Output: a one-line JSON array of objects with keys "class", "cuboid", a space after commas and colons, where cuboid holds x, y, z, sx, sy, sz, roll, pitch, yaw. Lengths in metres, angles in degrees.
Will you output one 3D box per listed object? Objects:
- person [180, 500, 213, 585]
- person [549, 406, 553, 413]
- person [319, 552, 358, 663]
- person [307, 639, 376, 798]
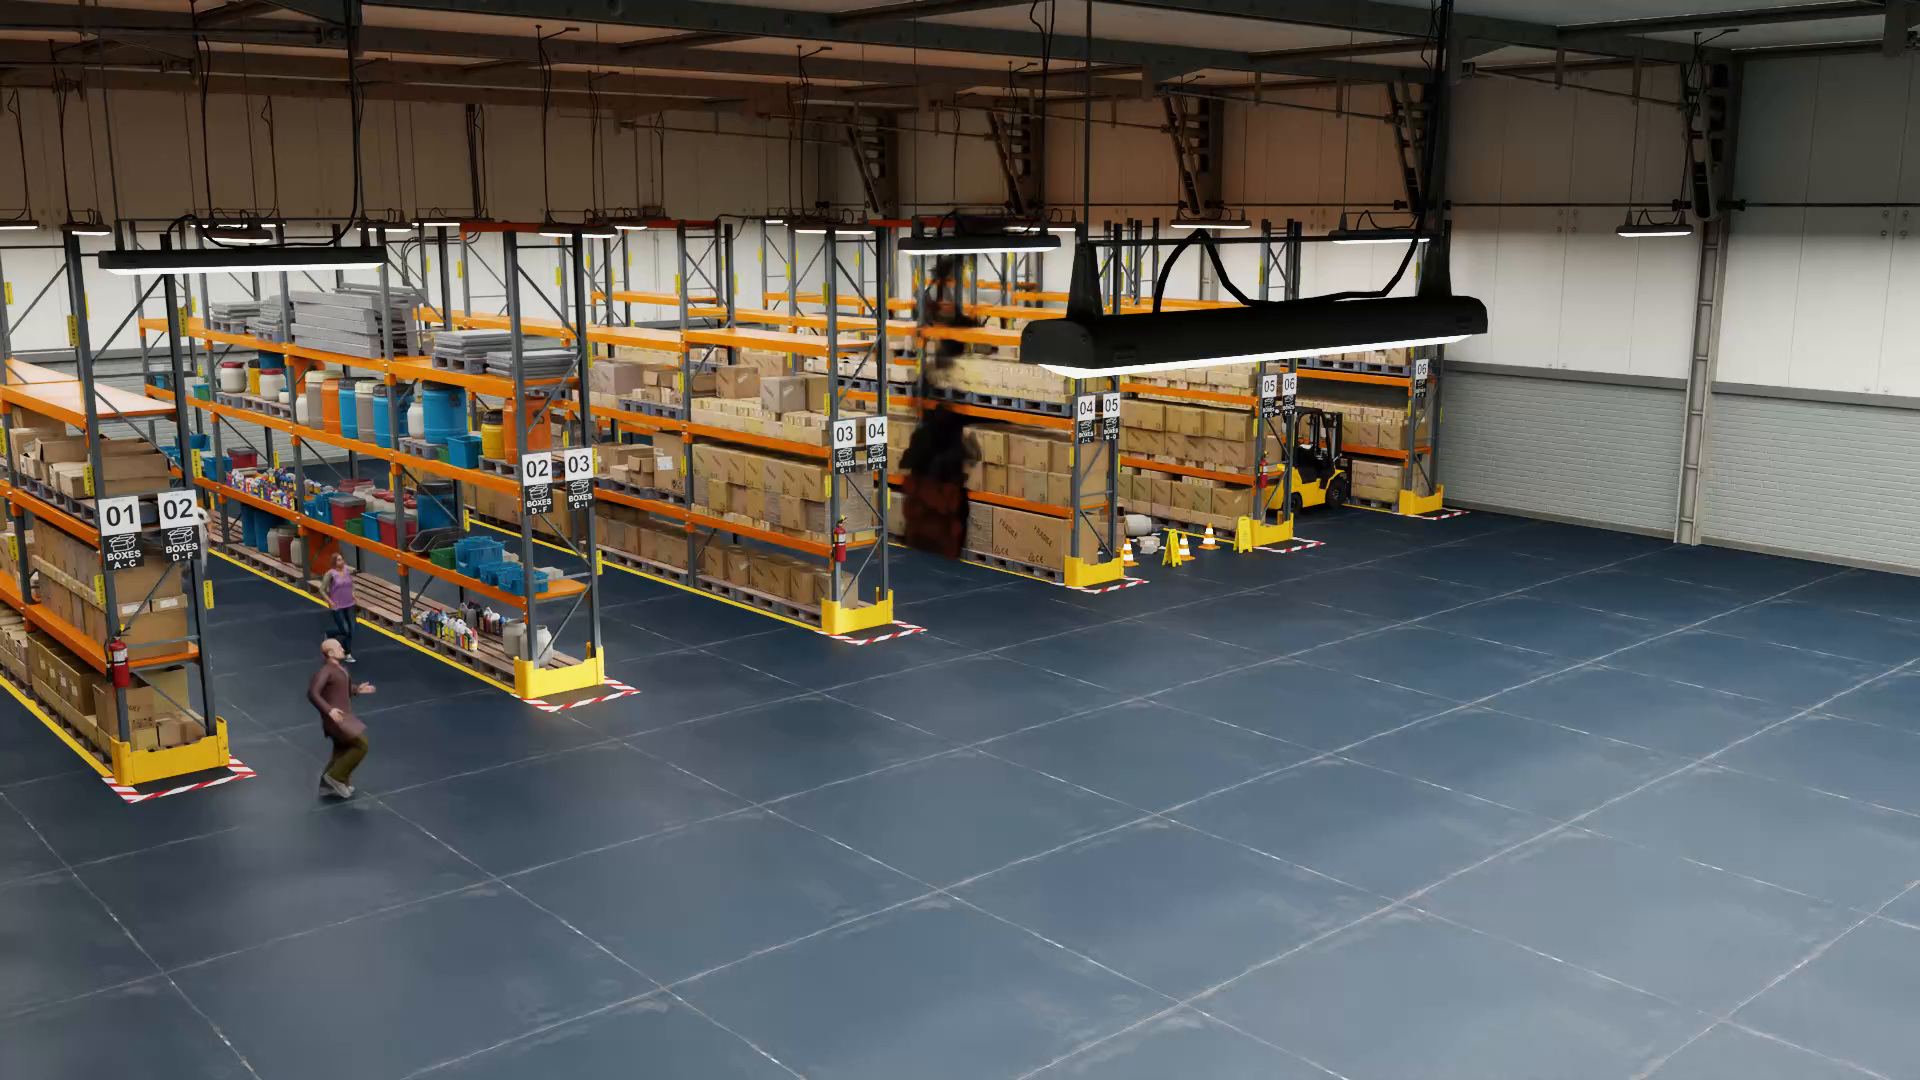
[{"class": "person", "cuboid": [-12.669, 0.051, 27.559, 0.600, 1.641, 0.545, -9, 15, -39]}, {"class": "person", "cuboid": [-9.863, -2.438, 39.723, 0.741, 1.671, 0.659, 1, 11, 7]}, {"class": "person", "cuboid": [-8.696, 0.935, 23.345, 0.505, 1.558, 0.537, 9, 14, 36]}, {"class": "person", "cuboid": [-6.635, 1.925, 17.941, 0.655, 1.764, 0.710, -3, 12, -15]}]
